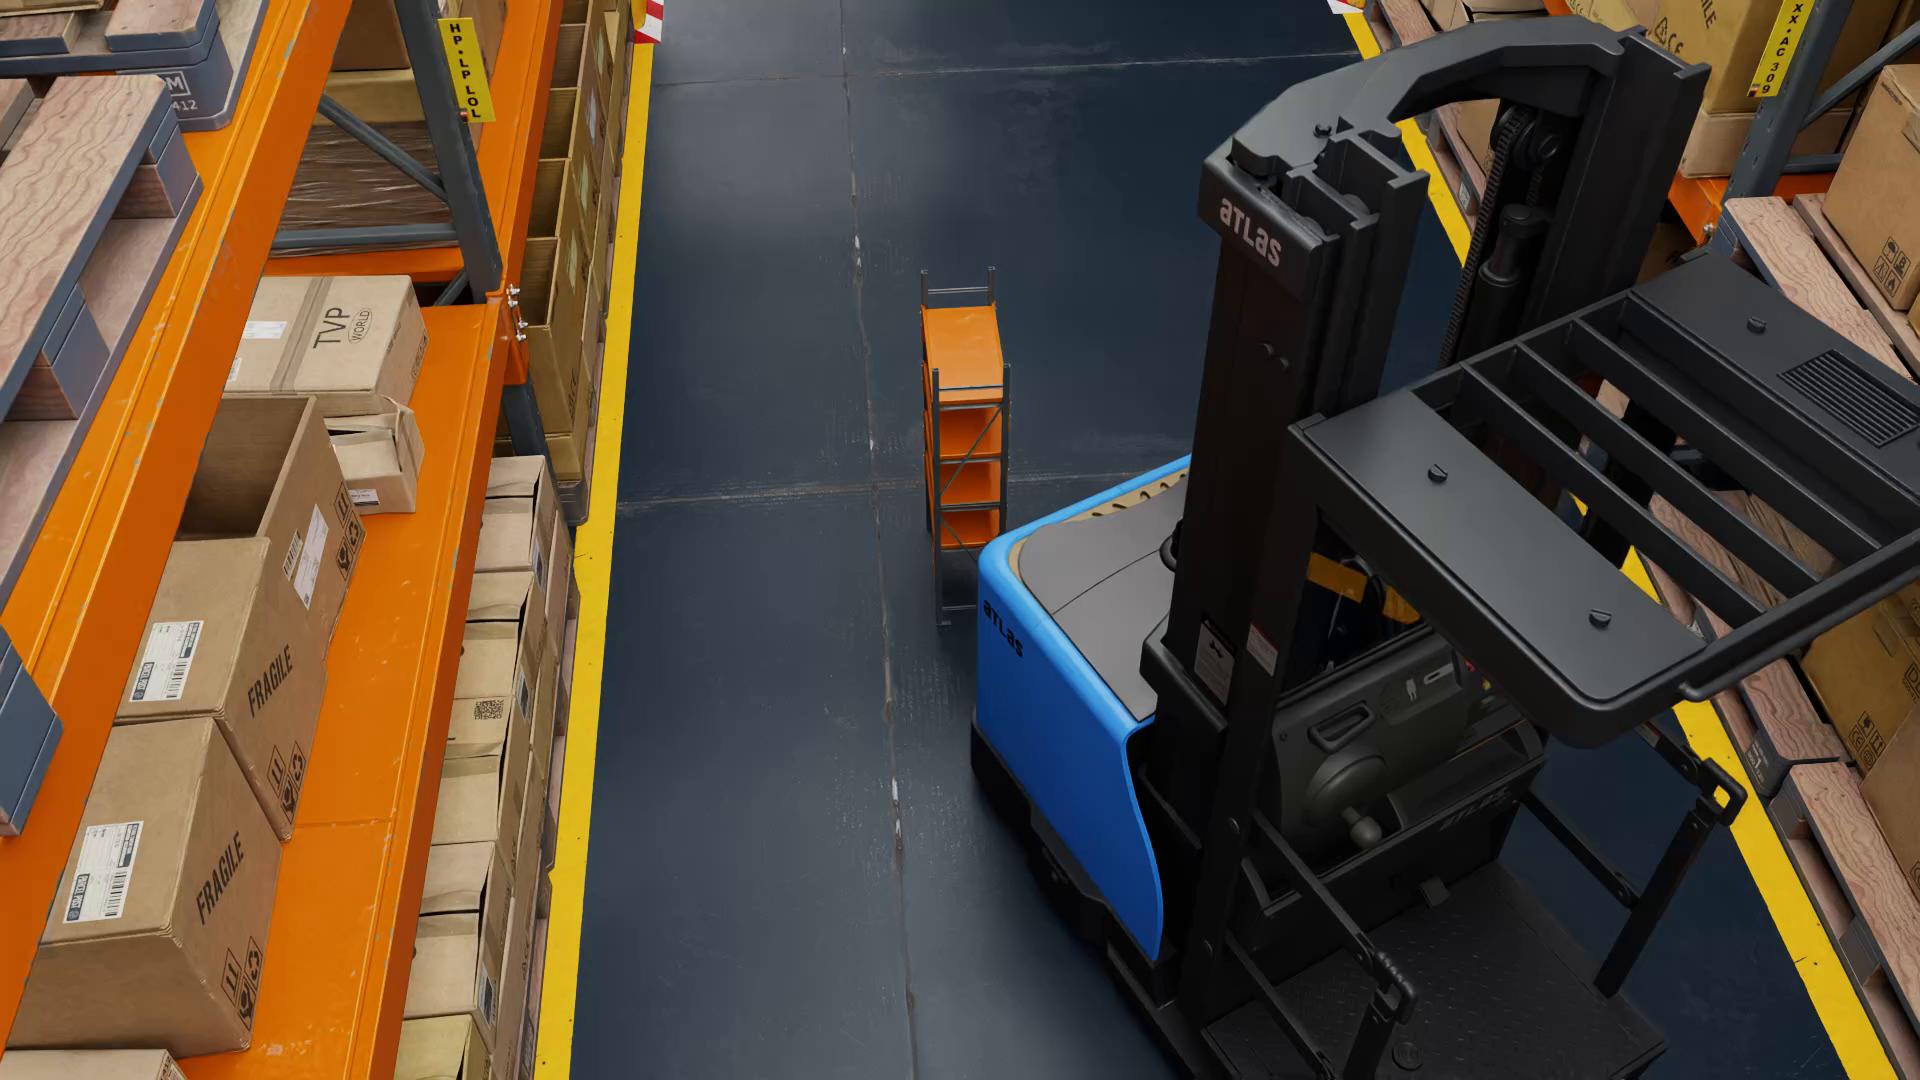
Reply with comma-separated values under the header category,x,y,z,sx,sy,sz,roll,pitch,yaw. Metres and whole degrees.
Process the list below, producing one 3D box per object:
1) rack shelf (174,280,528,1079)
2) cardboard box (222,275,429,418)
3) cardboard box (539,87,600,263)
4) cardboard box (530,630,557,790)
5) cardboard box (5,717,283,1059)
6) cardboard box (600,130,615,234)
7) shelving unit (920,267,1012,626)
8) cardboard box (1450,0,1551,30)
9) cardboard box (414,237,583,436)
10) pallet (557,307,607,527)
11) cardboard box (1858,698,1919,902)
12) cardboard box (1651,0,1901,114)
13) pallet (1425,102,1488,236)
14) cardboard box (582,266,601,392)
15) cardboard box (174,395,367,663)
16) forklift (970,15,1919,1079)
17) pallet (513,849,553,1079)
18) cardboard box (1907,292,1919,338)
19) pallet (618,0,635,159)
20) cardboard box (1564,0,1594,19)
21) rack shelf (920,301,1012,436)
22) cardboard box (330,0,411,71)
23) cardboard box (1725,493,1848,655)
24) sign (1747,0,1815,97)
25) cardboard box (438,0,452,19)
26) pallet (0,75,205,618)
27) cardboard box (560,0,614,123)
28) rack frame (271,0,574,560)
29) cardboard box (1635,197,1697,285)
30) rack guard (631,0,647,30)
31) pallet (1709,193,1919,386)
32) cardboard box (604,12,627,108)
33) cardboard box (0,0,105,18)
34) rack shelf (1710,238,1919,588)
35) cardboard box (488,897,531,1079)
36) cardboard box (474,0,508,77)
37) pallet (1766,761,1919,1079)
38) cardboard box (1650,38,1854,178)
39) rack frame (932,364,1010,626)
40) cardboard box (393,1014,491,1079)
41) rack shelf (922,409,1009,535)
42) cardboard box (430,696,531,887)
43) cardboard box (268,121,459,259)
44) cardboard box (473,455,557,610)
category,x,y,z,sx,sy,sz,roll,pitch,yaw
rack shelf,-1.765,0.784,3.937,1.077,0.370,4.000,-3,47,-3
cardboard box,-1.848,-0.506,4.766,0.500,0.250,0.500,-1,47,-1
cardboard box,-1.744,-1.446,6.641,0.500,0.500,0.500,-3,47,-3
cardboard box,-1.569,0.539,5.278,0.500,0.250,0.500,-4,47,-4
cardboard box,-1.755,0.736,3.418,0.500,0.500,0.500,-6,47,-5
cardboard box,-1.791,-1.549,7.256,0.500,0.250,0.500,-3,47,-3
shelving unit,0.014,-0.293,5.701,0.258,1.200,0.503,-3,47,-3
cardboard box,2.684,-2.417,8.022,0.500,0.311,0.500,0,47,0
cardboard box,-1.660,-0.722,5.956,0.500,0.500,0.500,-3,47,-3
pallet,-1.958,-0.530,6.606,1.003,0.211,1.213,-3,47,-3
cardboard box,3.177,0.768,4.876,0.700,0.500,0.500,-3,47,-3
cardboard box,2.655,-1.751,5.415,0.500,0.500,0.500,-4,47,-3
pallet,2.806,-1.624,7.643,1.003,0.211,1.213,-3,47,-3
cardboard box,-1.706,-0.826,6.571,0.500,0.250,0.500,-3,47,-3
cardboard box,-1.841,-0.007,4.122,0.500,0.500,0.500,0,47,0
forklift,1.215,0.493,3.765,1.130,2.935,3.031,-23,51,-20
pallet,-1.727,1.463,4.719,1.003,0.211,1.213,-3,47,-3
cardboard box,3.051,-0.625,4.404,0.700,0.500,0.500,1,47,1
pallet,-2.162,-2.295,8.278,1.003,0.211,1.213,-3,47,-3
cardboard box,2.570,-2.218,6.374,0.500,0.250,0.500,-4,47,-4
rack shelf,0.014,-0.563,5.416,0.258,0.148,0.480,-3,47,-3
cardboard box,-1.976,-1.712,4.843,0.700,0.500,0.500,-3,47,-3
cardboard box,3.081,0.025,5.579,0.700,0.500,0.500,-2,47,-2
sign,2.463,-1.474,4.984,0.100,0.325,0.005,-3,47,-3
cardboard box,-1.784,-1.556,5.142,0.380,0.149,0.250,-3,47,-3
pallet,-1.840,-0.278,2.511,1.003,0.211,1.213,-2,47,-1
cardboard box,-1.828,-2.169,7.326,0.500,0.500,0.500,-3,47,-3
rack frame,-1.933,-0.911,5.047,1.000,3.000,0.127,-3,47,-3
cardboard box,2.876,-1.255,6.791,0.500,0.500,0.500,-7,47,-6
rack guard,-2.270,-2.963,8.712,1.175,0.500,0.348,-3,47,-3
pallet,2.922,-0.587,4.872,1.003,0.211,1.213,-3,47,-3
cardboard box,-1.875,-2.273,7.941,0.500,0.250,0.500,-3,47,-3
cardboard box,-1.842,-1.192,3.061,0.500,0.250,0.500,-8,47,-7
rack shelf,3.171,0.480,4.225,1.077,0.370,4.000,-3,47,-3
cardboard box,-1.484,1.277,4.579,0.500,0.250,0.500,-3,47,-2
cardboard box,-2.065,-2.010,6.019,0.700,0.500,0.500,-3,47,-3
pallet,3.175,1.192,4.976,1.003,0.211,1.213,-3,47,-3
cardboard box,2.661,-1.494,5.689,0.500,0.250,0.500,-3,47,-3
rack frame,0.034,-0.116,5.534,0.240,1.200,0.015,-3,47,-3
cardboard box,-1.442,1.446,4.033,0.500,0.311,0.500,-5,47,-4
rack shelf,0.014,-0.247,5.750,0.258,0.148,0.480,-3,47,-3
cardboard box,-1.524,0.710,4.730,0.500,0.311,0.500,-4,47,-3
cardboard box,-1.976,-1.266,5.314,0.700,0.500,0.500,-5,47,-4
cardboard box,-1.613,-0.027,5.428,0.500,0.311,0.500,-3,47,-3
